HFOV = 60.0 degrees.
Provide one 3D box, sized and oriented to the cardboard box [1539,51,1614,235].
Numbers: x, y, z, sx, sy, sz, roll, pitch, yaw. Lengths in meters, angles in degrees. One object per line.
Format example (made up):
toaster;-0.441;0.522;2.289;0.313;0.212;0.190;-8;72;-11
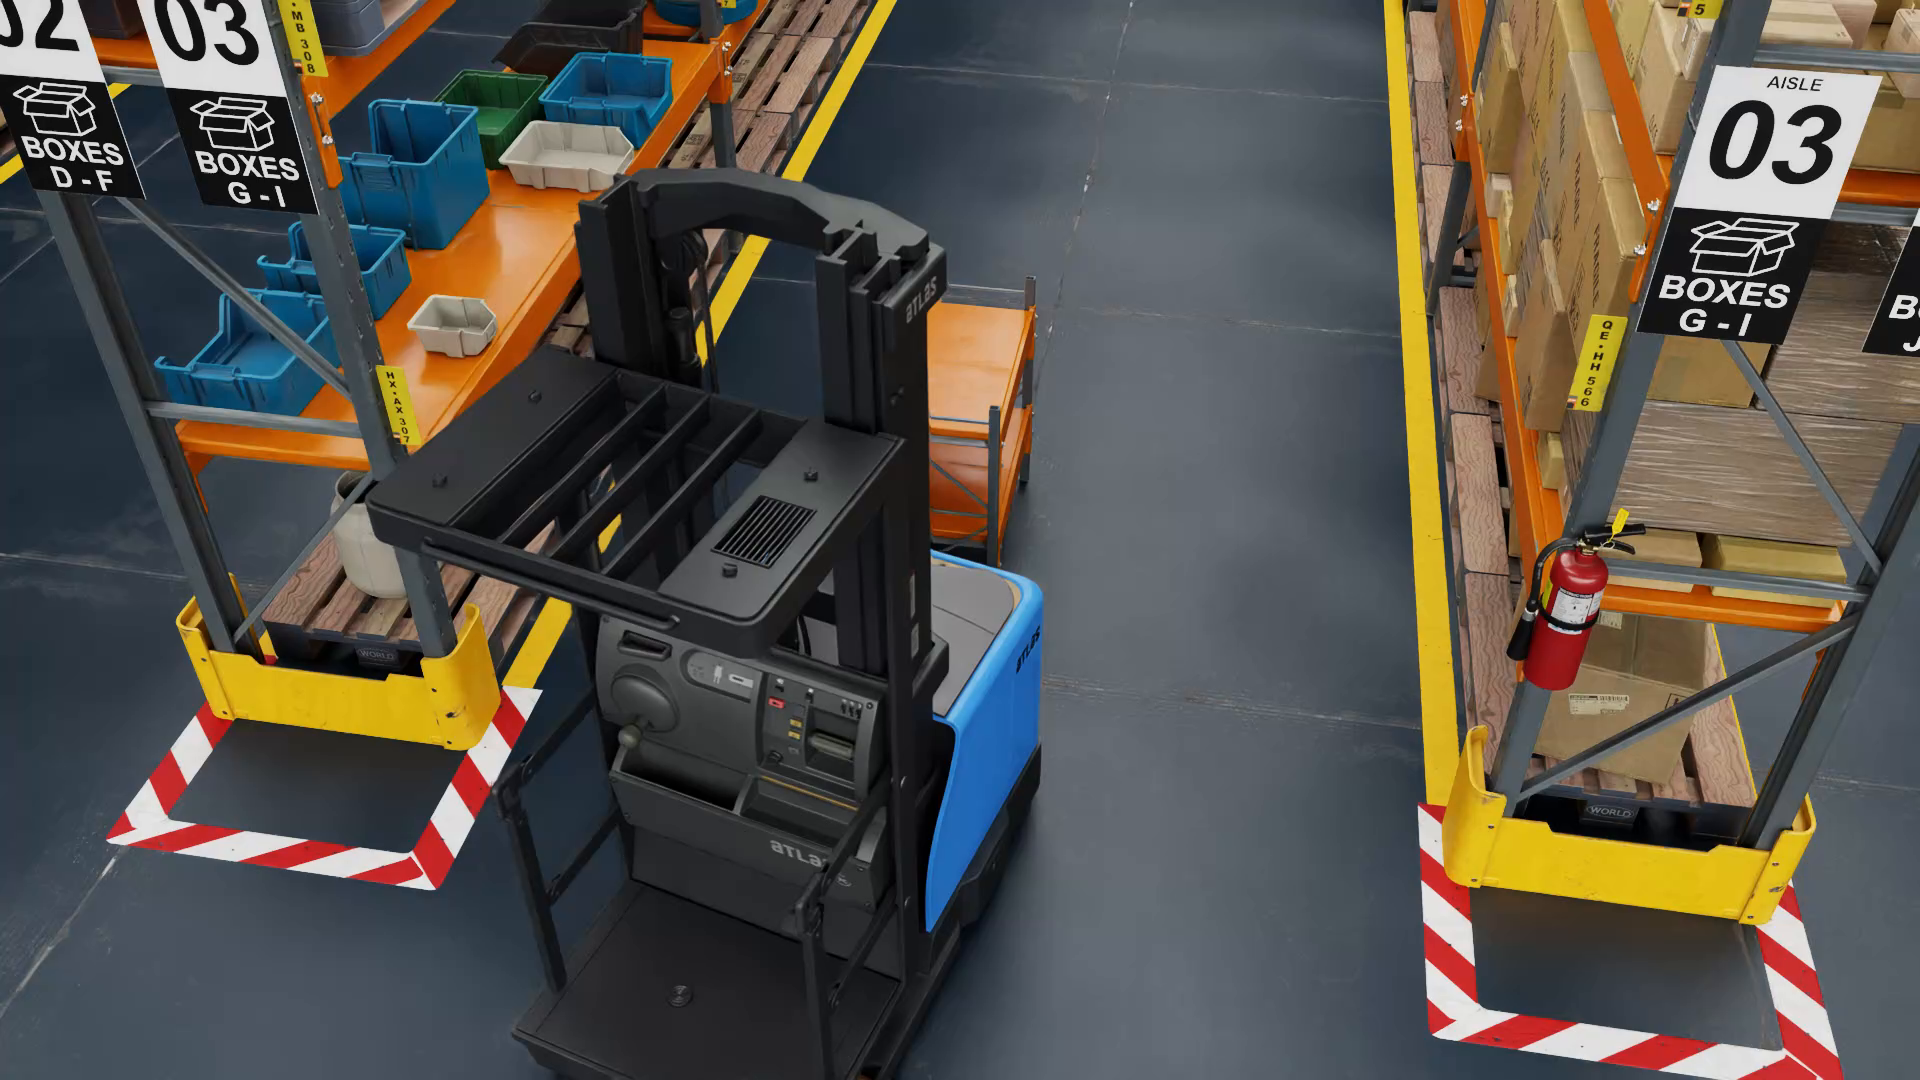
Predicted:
cardboard box;2.424;-1.411;6.006;0.500;0.500;0.500;6;40;8

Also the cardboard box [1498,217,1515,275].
cardboard box;2.515;-1.241;7.094;0.380;0.149;0.250;6;40;8

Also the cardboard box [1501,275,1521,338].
cardboard box;2.405;-0.930;6.718;0.380;0.149;0.250;6;40;8

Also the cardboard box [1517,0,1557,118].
cardboard box;2.595;-2.039;6.766;0.500;0.500;0.500;6;40;8

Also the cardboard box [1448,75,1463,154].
cardboard box;3.420;-2.620;10.181;0.700;0.500;0.500;3;40;4

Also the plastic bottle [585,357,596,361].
plastic bottle;-1.798;-0.785;8.131;0.061;0.283;0.133;7;40;8

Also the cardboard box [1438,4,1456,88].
cardboard box;3.607;-3.327;11.036;0.700;0.500;0.500;3;40;4

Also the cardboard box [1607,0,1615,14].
cardboard box;2.416;-1.935;5.500;0.500;0.250;0.500;7;40;9

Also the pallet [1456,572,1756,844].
pallet;2.591;0.649;6.800;1.003;0.211;1.213;6;40;8

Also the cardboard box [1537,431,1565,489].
cardboard box;2.285;-0.296;5.952;0.380;0.149;0.250;6;40;8

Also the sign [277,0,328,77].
sign;-1.934;-1.514;4.867;0.100;0.325;0.005;6;40;8

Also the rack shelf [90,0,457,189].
rack shelf;-2.129;-2.552;6.693;1.077;0.370;4.000;6;40;8

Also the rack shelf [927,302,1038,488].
rack shelf;0.001;-0.663;7.210;0.538;0.278;1.000;6;40;8

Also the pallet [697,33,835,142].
pallet;-1.477;-3.119;11.357;1.003;0.211;1.213;6;40;8

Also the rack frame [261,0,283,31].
rack frame;-2.476;-2.730;3.990;1.000;3.000;0.127;6;40;8

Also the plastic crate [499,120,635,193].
plastic crate;-1.815;-1.780;7.756;0.530;0.136;0.437;6;40;8

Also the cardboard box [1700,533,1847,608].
cardboard box;2.687;0.072;5.506;0.380;0.149;0.250;6;40;8

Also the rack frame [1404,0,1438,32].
rack frame;3.787;-4.893;11.314;1.000;3.000;0.127;6;40;8

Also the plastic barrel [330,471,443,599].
plastic barrel;-2.437;-0.043;7.071;0.421;0.512;0.421;0;40;0

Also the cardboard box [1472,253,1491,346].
cardboard box;2.986;-1.334;8.642;0.500;0.500;0.500;5;40;6

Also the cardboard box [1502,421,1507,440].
cardboard box;2.865;-0.576;7.725;0.500;0.500;0.500;3;40;4

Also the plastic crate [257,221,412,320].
plastic crate;-2.566;-1.115;6.861;0.499;0.251;0.408;6;40;8

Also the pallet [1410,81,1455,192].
pallet;3.437;-2.564;10.686;1.003;0.211;1.213;6;40;8

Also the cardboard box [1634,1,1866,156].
cardboard box;2.236;-1.301;4.733;0.500;0.250;0.500;7;40;9

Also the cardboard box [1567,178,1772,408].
cardboard box;2.254;-0.783;5.247;0.500;0.500;0.500;6;40;8

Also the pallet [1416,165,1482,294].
pallet;3.228;-1.797;9.757;1.003;0.211;1.213;6;40;8

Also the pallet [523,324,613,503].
pallet;-2.149;-0.669;8.394;1.003;0.211;1.213;6;40;8

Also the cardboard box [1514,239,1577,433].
cardboard box;2.493;-0.695;5.924;0.875;0.500;0.500;6;40;8

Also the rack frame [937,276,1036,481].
rack frame;0.089;-0.757;7.783;0.500;1.125;0.032;6;40;8

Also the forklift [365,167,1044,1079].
forklift;-0.753;0.574;4.755;1.130;2.935;3.031;16;42;18

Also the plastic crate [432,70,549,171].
plastic crate;-2.296;-2.026;8.013;0.450;0.188;0.662;6;40;8

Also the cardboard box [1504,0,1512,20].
cardboard box;2.767;-2.667;7.525;0.500;0.500;0.500;6;40;8

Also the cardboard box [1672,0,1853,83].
cardboard box;2.143;-1.333;4.459;0.380;0.149;0.250;6;40;8

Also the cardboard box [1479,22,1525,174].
cardboard box;2.835;-1.950;7.443;0.875;0.500;0.500;6;40;8

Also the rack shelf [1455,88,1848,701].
rack shelf;2.749;-0.850;6.989;1.077;0.370;4.000;6;40;8

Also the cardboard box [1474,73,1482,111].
cardboard box;2.761;-2.184;8.235;0.380;0.149;0.250;6;40;8

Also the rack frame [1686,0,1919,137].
rack frame;2.403;-2.184;3.330;1.000;3.000;0.127;6;40;8

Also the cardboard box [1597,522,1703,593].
cardboard box;2.249;0.023;5.565;0.380;0.149;0.250;6;40;8

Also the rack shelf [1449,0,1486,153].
rack shelf;3.441;-3.360;10.025;1.077;0.370;4.000;6;40;8

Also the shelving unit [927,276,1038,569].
shelving unit;0.001;-0.438;7.397;0.538;1.125;1.048;6;40;8

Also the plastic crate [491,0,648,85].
plastic crate;-1.999;-2.590;8.578;0.767;0.338;0.504;6;40;8

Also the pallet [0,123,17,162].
pallet;-6.572;-2.869;11.055;1.003;0.211;1.213;6;40;8

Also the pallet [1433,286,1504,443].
pallet;3.013;-0.882;8.652;1.003;0.211;1.213;6;40;8

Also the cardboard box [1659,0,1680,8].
cardboard box;2.243;-1.667;4.863;0.380;0.149;0.250;5;40;6

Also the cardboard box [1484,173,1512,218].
cardboard box;2.572;-1.558;7.478;0.380;0.149;0.250;6;40;8

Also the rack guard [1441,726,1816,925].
rack guard;2.416;1.044;6.096;1.175;0.500;0.348;6;40;8

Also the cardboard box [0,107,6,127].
cardboard box;-6.348;-2.805;10.617;0.500;0.250;0.500;5;40;7

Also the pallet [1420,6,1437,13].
pallet;3.998;-4.305;12.791;1.003;0.211;1.213;6;40;8

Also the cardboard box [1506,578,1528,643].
cardboard box;2.597;0.160;6.834;0.500;0.500;0.500;17;42;19

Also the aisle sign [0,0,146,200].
aisle sign;-2.781;-1.408;5.059;0.394;0.787;0.004;6;40;8

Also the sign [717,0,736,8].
sign;-1.243;-2.968;8.768;0.100;0.325;0.005;6;40;8

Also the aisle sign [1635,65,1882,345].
aisle sign;2.097;-0.868;4.406;0.394;0.787;0.004;6;40;8

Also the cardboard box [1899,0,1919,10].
cardboard box;2.818;-1.423;4.568;0.380;0.149;0.250;7;40;9

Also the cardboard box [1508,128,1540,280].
cardboard box;2.720;-1.316;6.676;0.875;0.500;0.500;6;40;8

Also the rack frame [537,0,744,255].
rack frame;-1.783;-2.929;8.938;1.000;3.000;0.127;6;40;8

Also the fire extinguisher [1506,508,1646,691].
fire extinguisher;1.929;0.179;5.241;0.296;0.674;0.183;6;40;8
